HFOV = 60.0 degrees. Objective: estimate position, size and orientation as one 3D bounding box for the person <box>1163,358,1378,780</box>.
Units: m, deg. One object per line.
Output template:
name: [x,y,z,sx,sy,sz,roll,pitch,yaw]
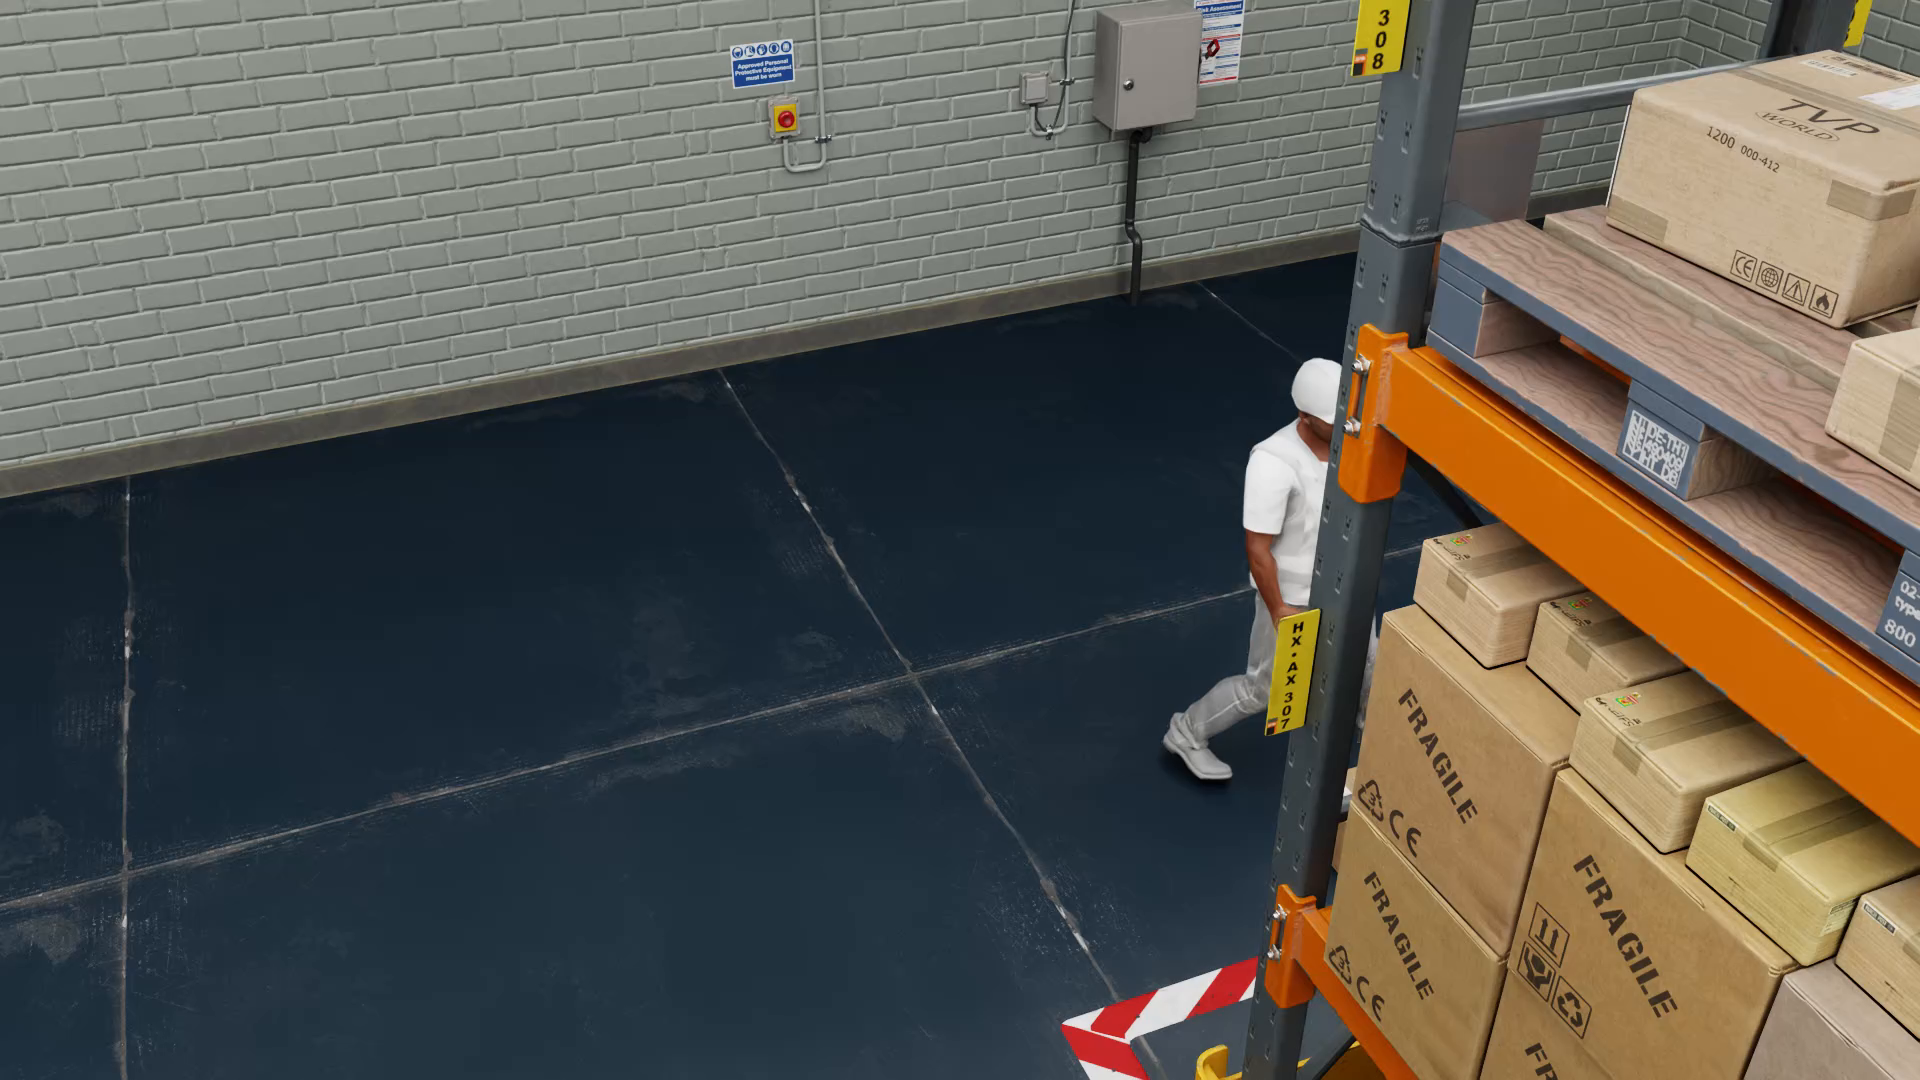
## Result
person: [1.298,0.143,5.946,0.785,1.723,0.757,-26,41,-34]
